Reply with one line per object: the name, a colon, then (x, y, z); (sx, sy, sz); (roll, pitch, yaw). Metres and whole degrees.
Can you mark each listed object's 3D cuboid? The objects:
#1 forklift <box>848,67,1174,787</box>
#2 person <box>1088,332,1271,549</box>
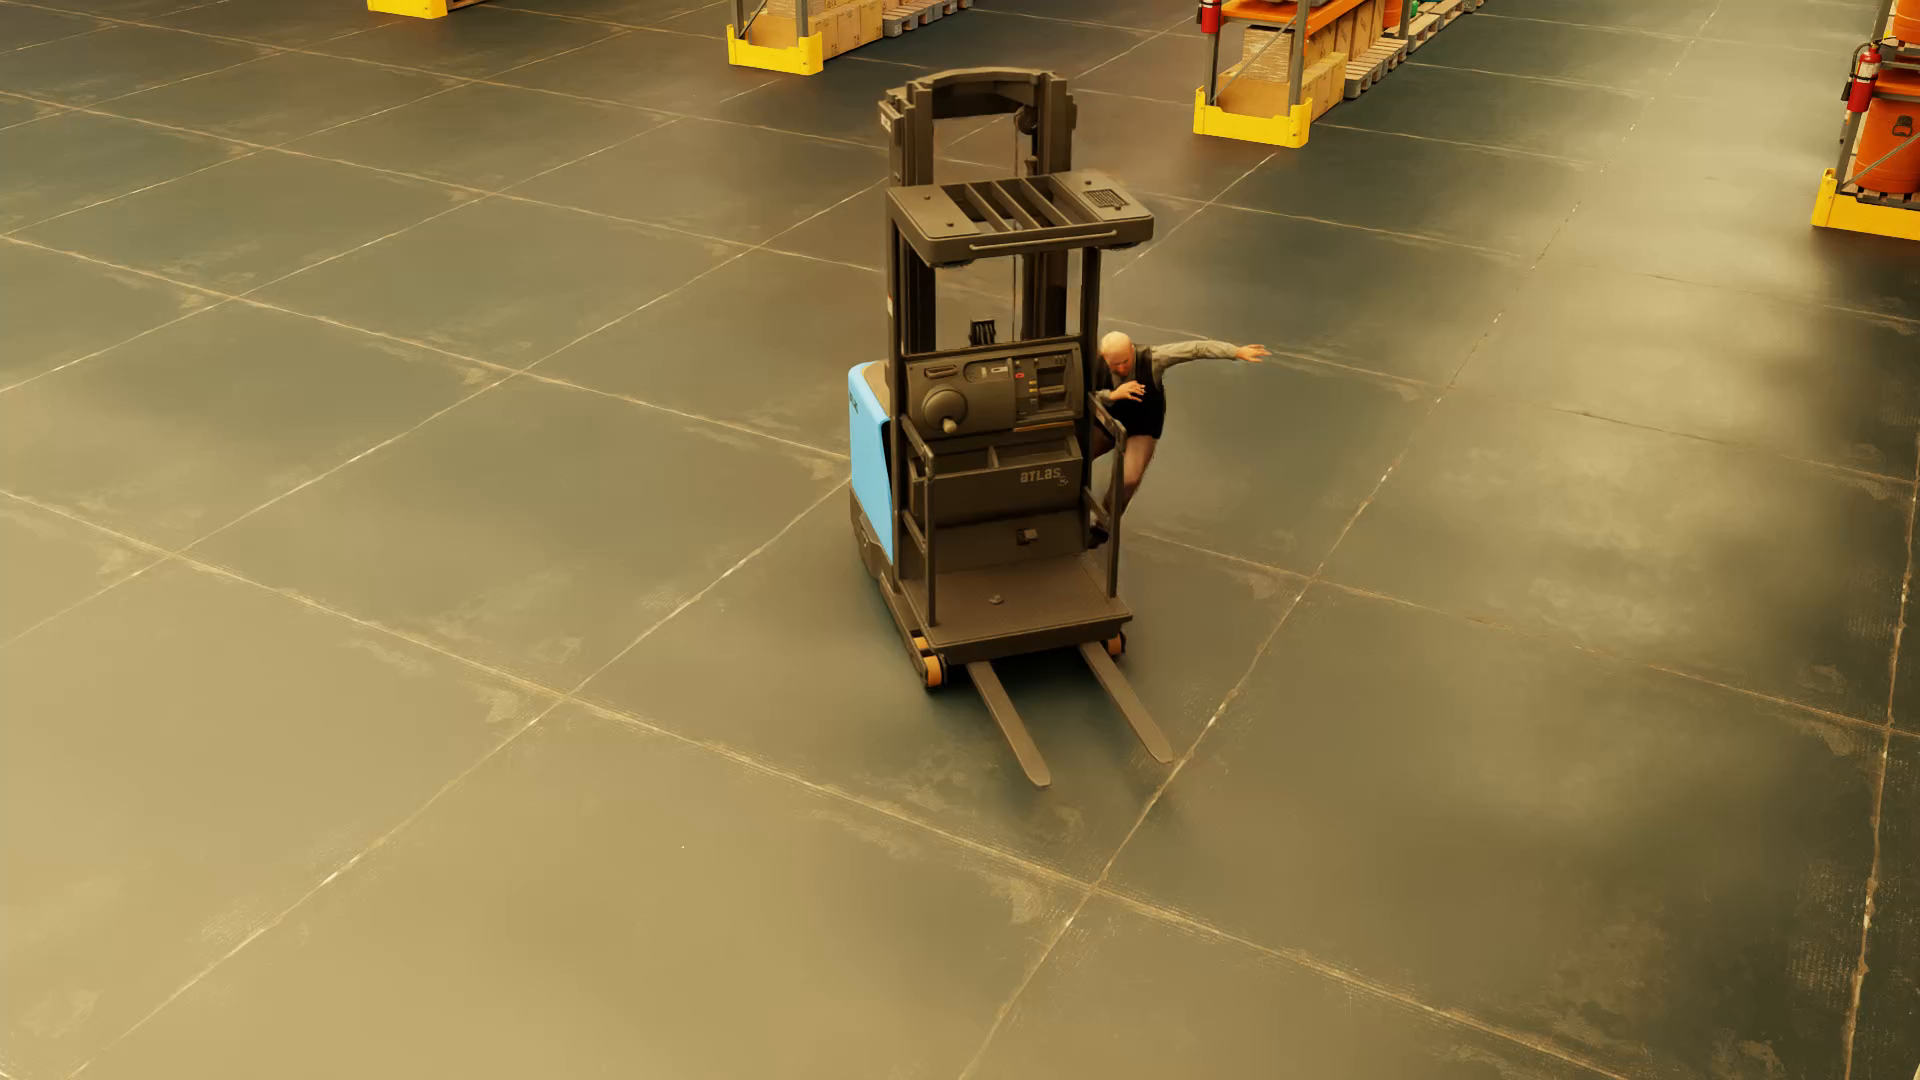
forklift: (0.247, -0.721, 8.320); (1.130, 2.935, 3.031); (-8, 31, -14)
person: (1.062, -0.590, 9.674); (1.376, 1.384, 0.733); (5, 30, 9)
